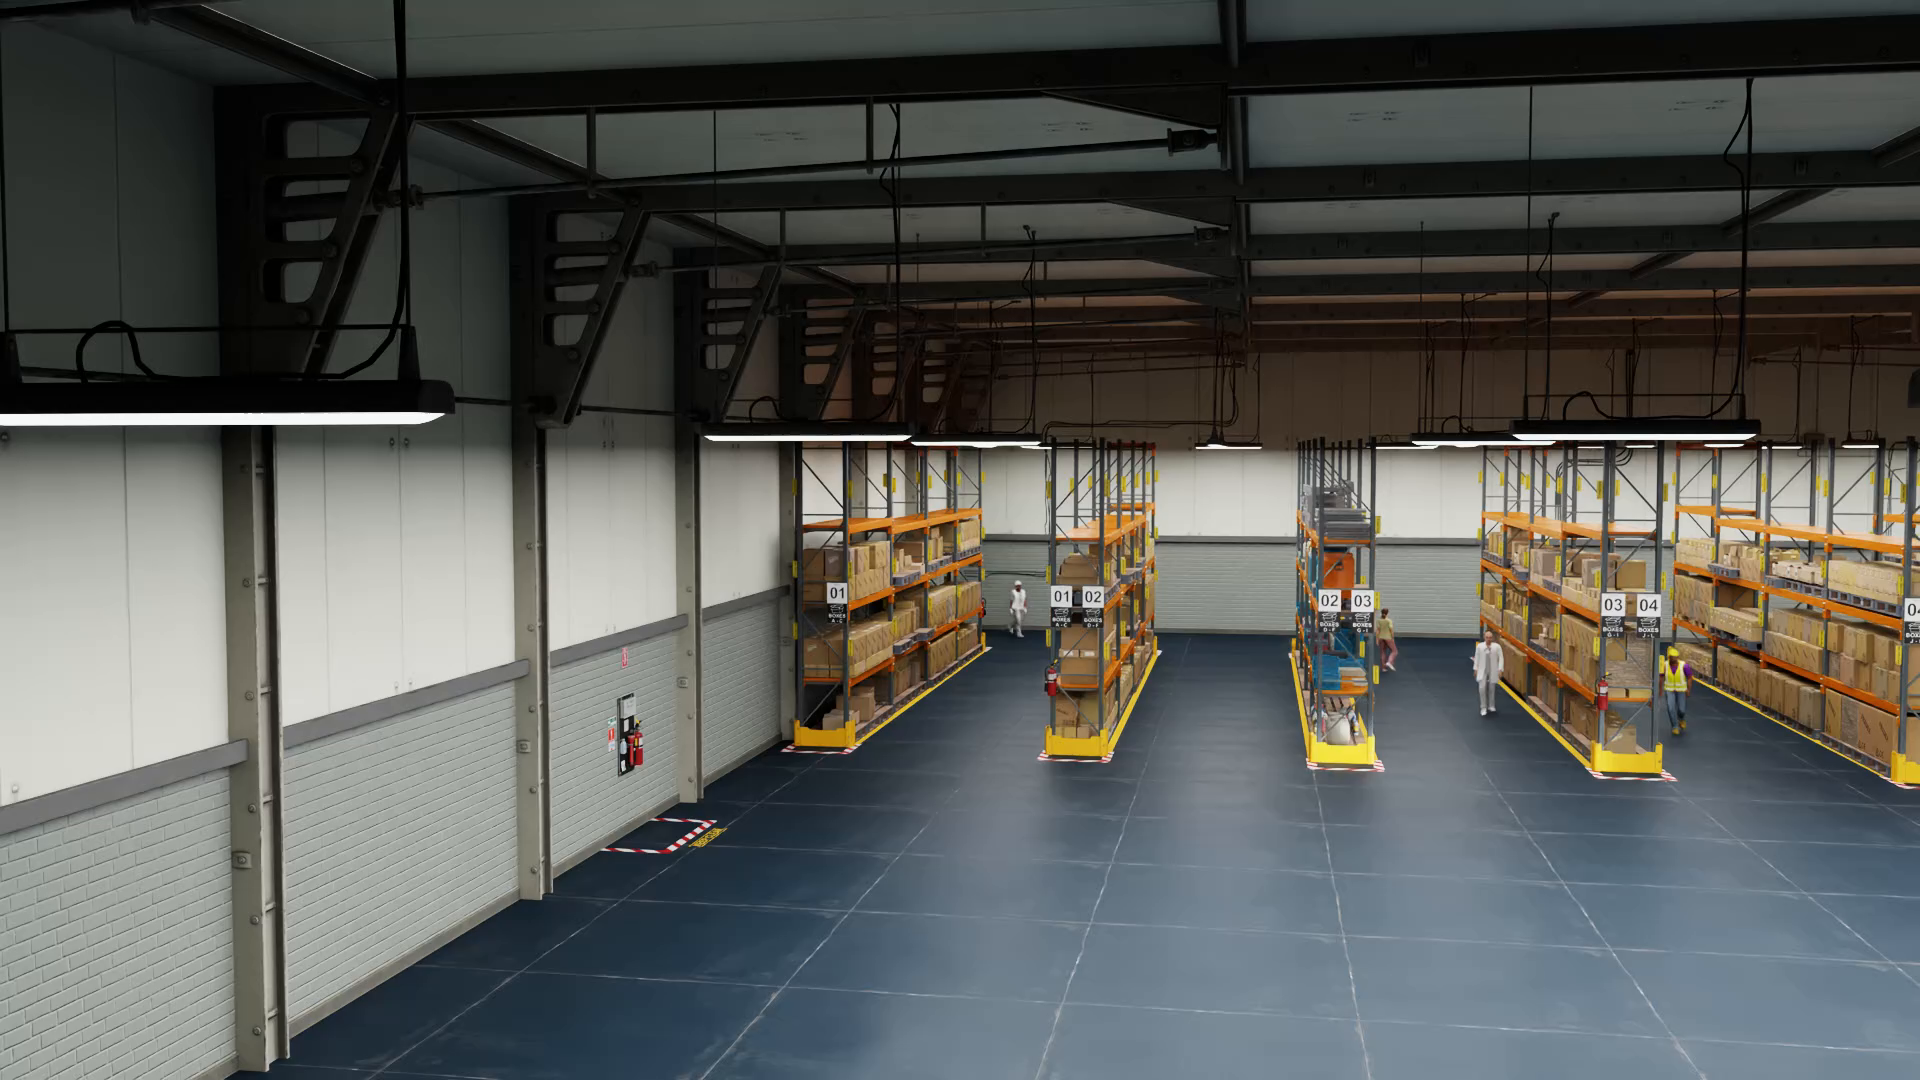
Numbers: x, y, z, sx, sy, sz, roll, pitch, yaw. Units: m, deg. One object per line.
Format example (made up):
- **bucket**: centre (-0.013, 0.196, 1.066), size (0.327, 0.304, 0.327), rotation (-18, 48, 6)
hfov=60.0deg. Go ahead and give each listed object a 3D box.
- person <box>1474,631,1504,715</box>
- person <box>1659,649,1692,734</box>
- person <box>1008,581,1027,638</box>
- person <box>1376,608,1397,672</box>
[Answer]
- **person**: centre (11.602, 2.921, 36.498), size (0.651, 1.828, 0.658), rotation (1, 3, 23)
- **person**: centre (14.601, 3.063, 33.933), size (0.630, 1.732, 0.717), rotation (2, 3, 26)
- **person**: centre (1.760, 2.125, 51.405), size (0.545, 1.755, 0.915), rotation (-3, 4, -41)
- **person**: centre (11.099, 2.610, 43.228), size (0.584, 1.666, 0.558), rotation (2, 4, 35)
